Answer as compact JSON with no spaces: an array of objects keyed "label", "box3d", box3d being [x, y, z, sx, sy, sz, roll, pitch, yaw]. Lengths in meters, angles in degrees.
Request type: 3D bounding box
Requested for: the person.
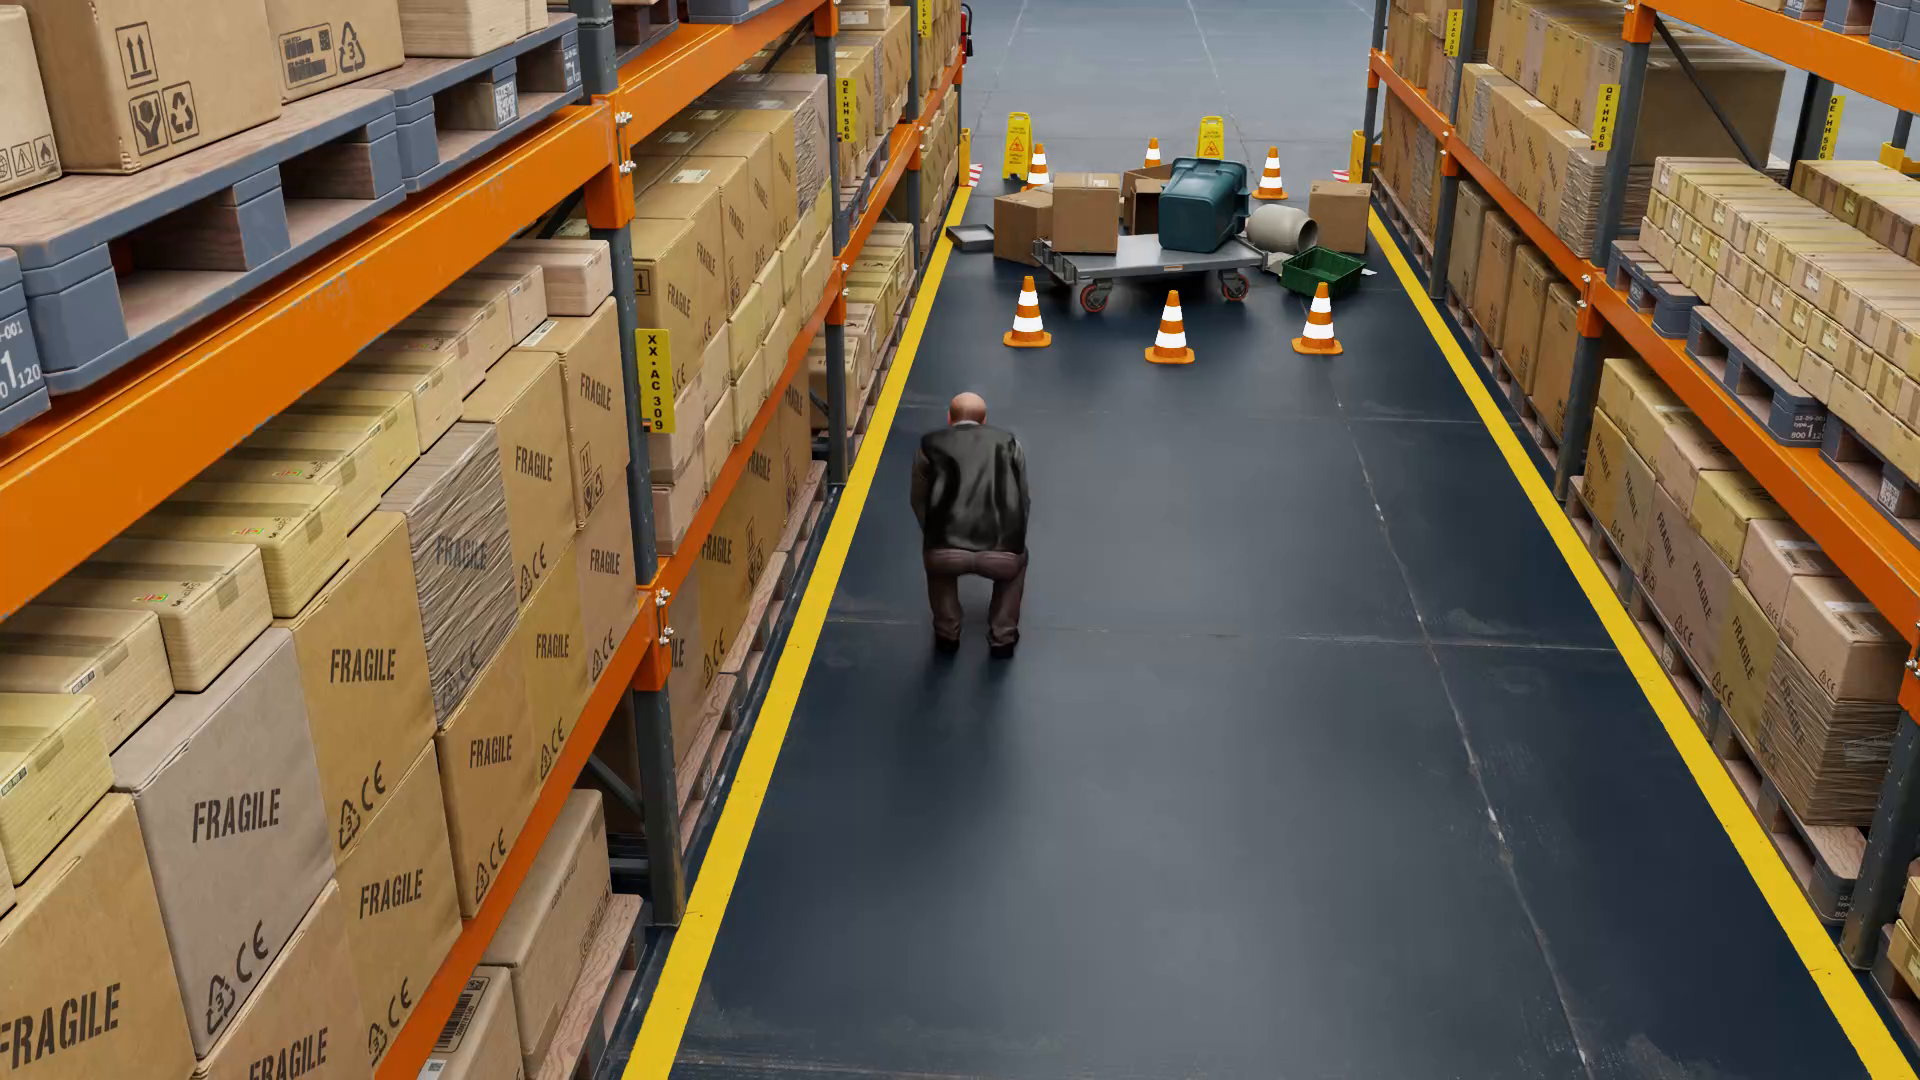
[{"label":"person","box3d":[0.035,-0.044,7.523,0.557,1.073,0.829,2,24,4]}]
